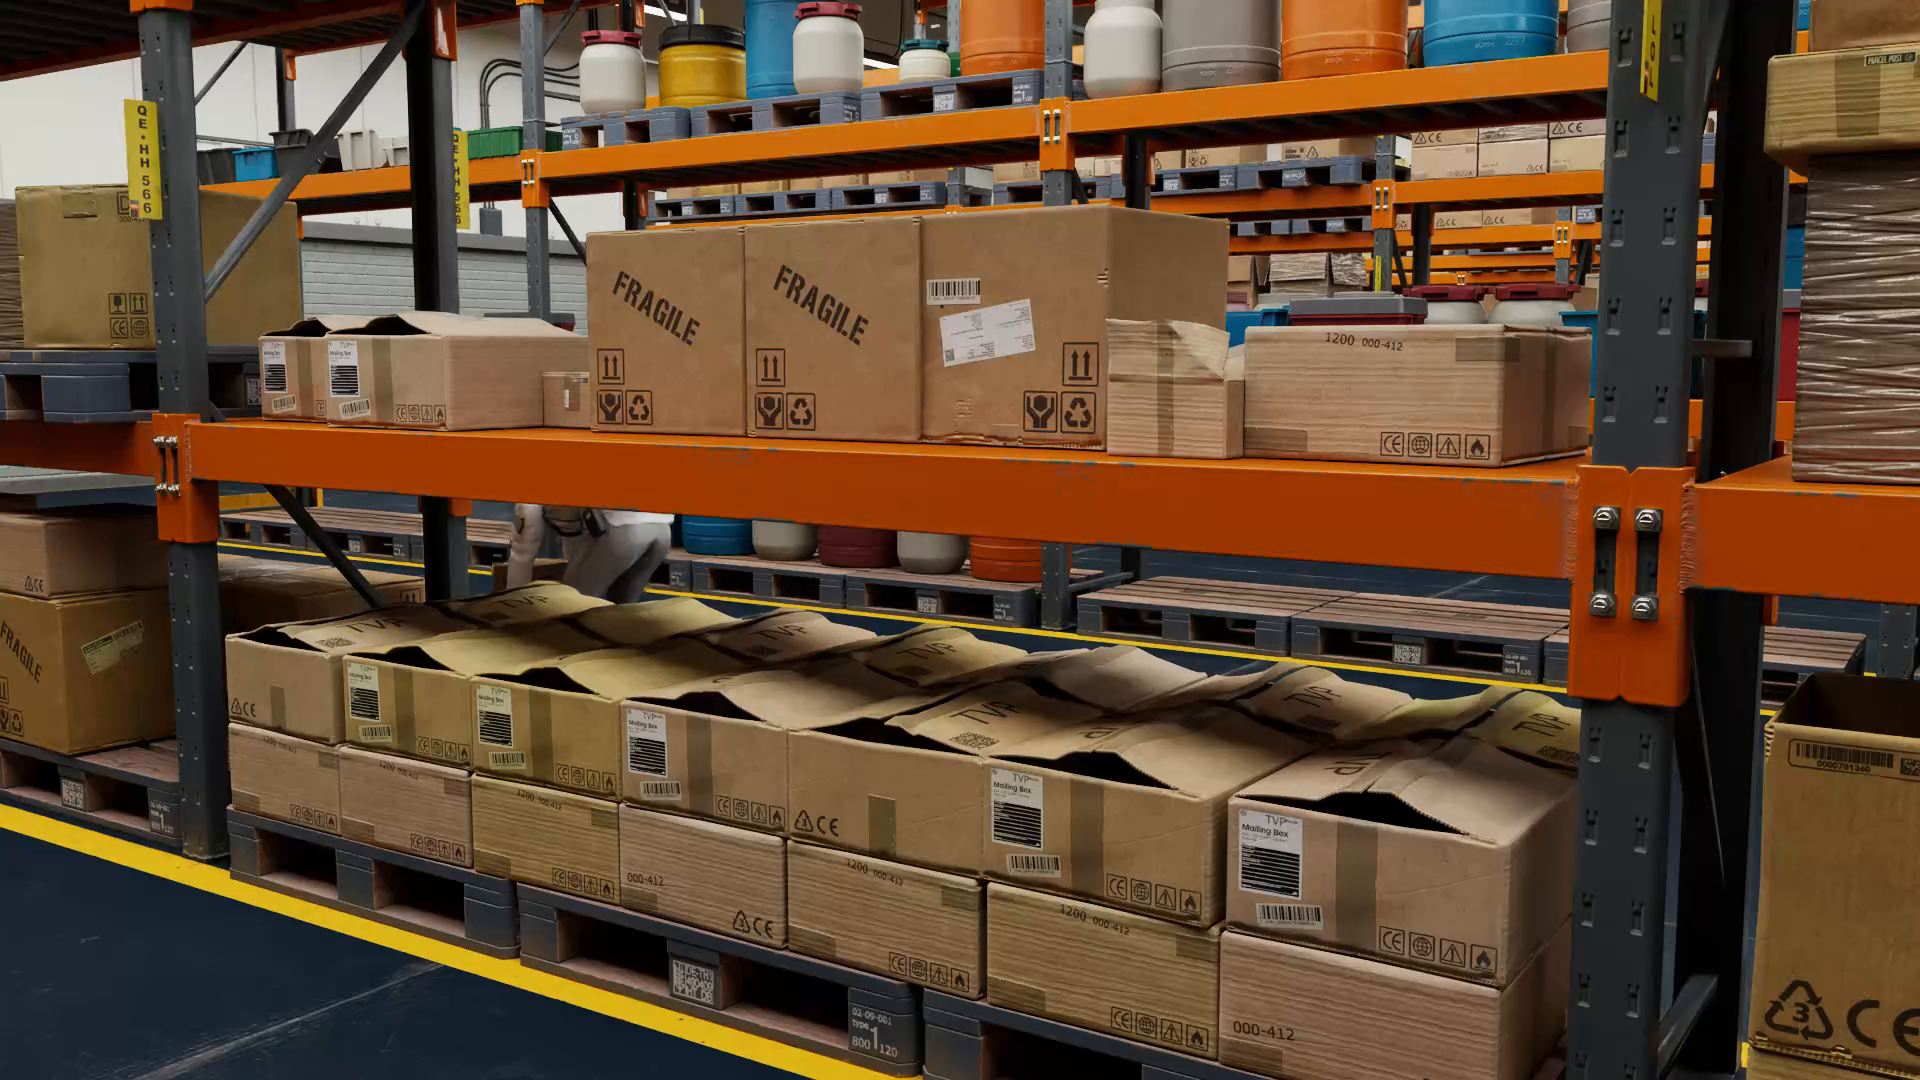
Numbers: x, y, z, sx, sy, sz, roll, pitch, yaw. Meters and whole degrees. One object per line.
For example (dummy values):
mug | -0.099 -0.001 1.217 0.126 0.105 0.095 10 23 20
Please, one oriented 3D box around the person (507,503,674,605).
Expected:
person | -1.587 0.144 6.860 0.908 1.191 0.433 4 7 31
